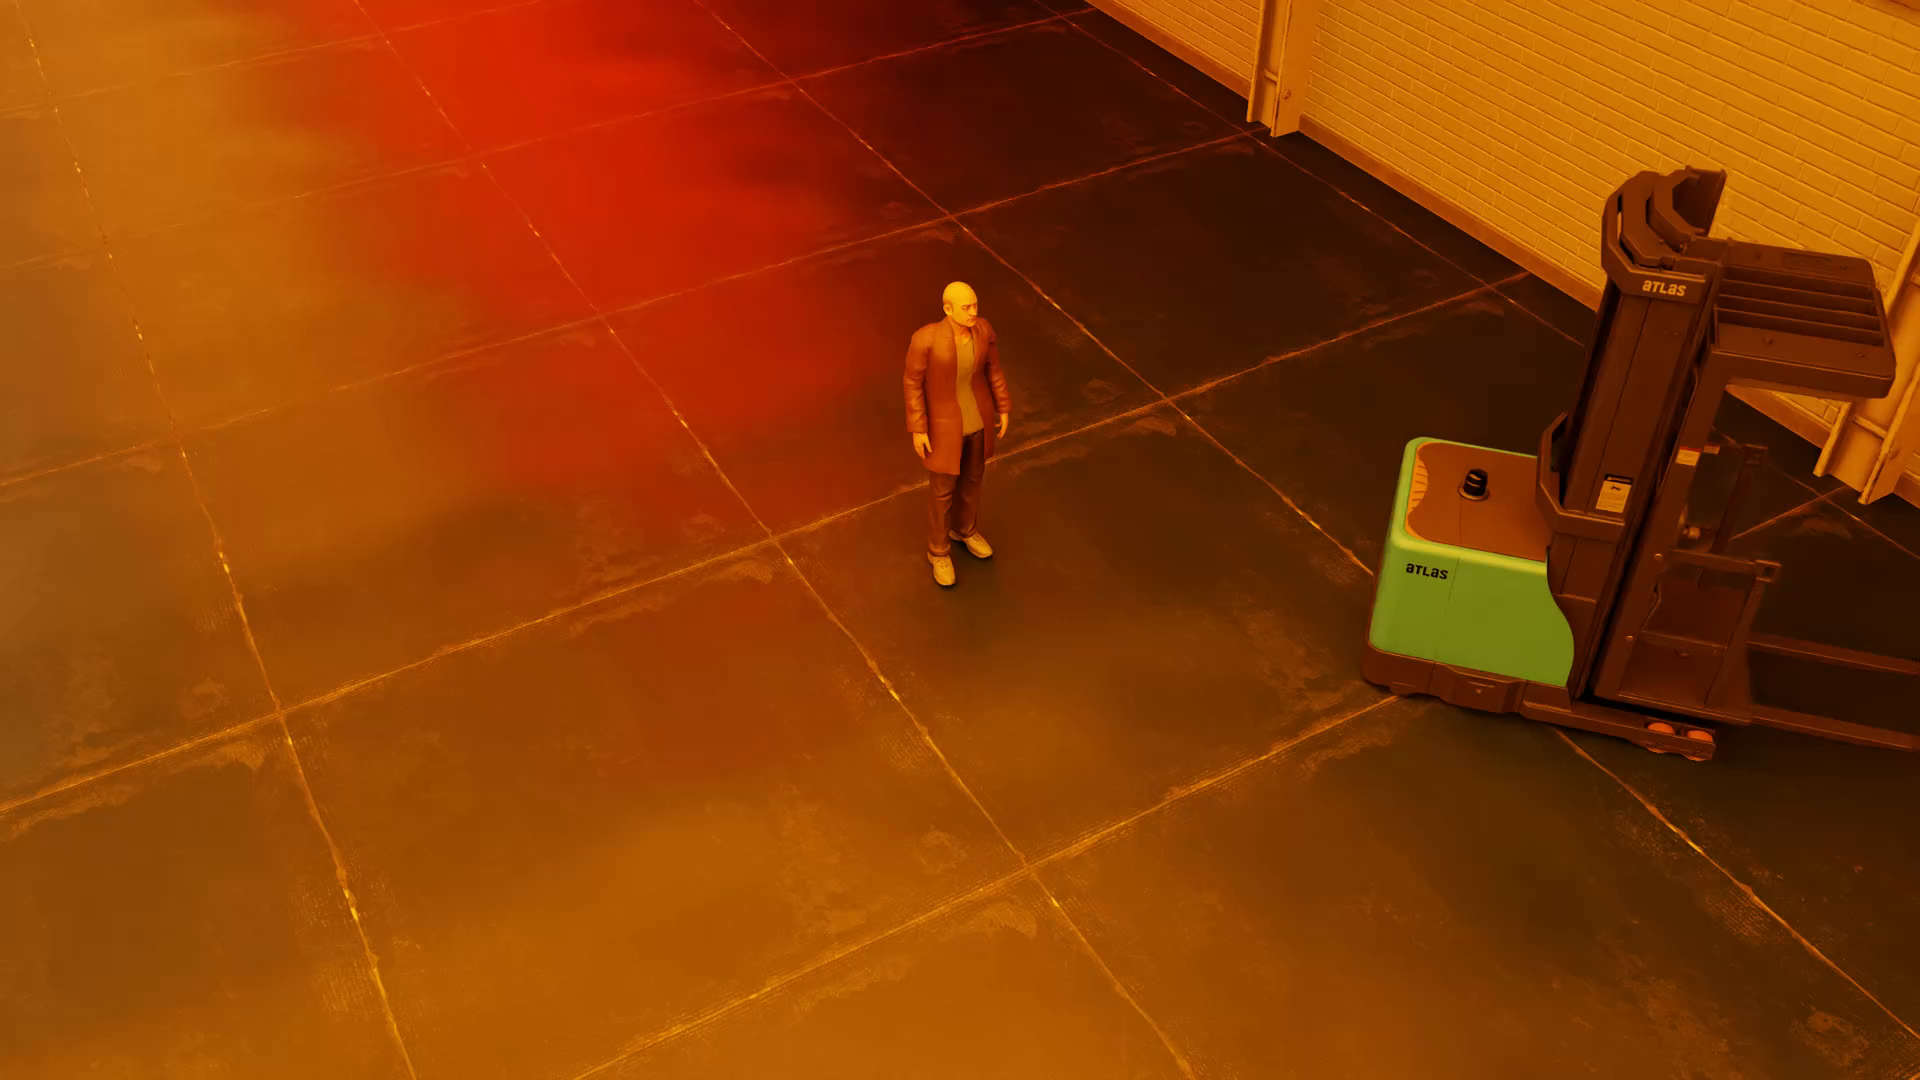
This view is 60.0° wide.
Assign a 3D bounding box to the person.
[{"bbox_3d":[0.041,-0.638,9.698,0.694,1.775,0.582,-20,44,-23],"label":"person"}]

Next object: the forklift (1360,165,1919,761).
[{"bbox_3d":[3.820,-0.327,8.431,3.031,2.935,1.130,11,41,13],"label":"forklift"}]
